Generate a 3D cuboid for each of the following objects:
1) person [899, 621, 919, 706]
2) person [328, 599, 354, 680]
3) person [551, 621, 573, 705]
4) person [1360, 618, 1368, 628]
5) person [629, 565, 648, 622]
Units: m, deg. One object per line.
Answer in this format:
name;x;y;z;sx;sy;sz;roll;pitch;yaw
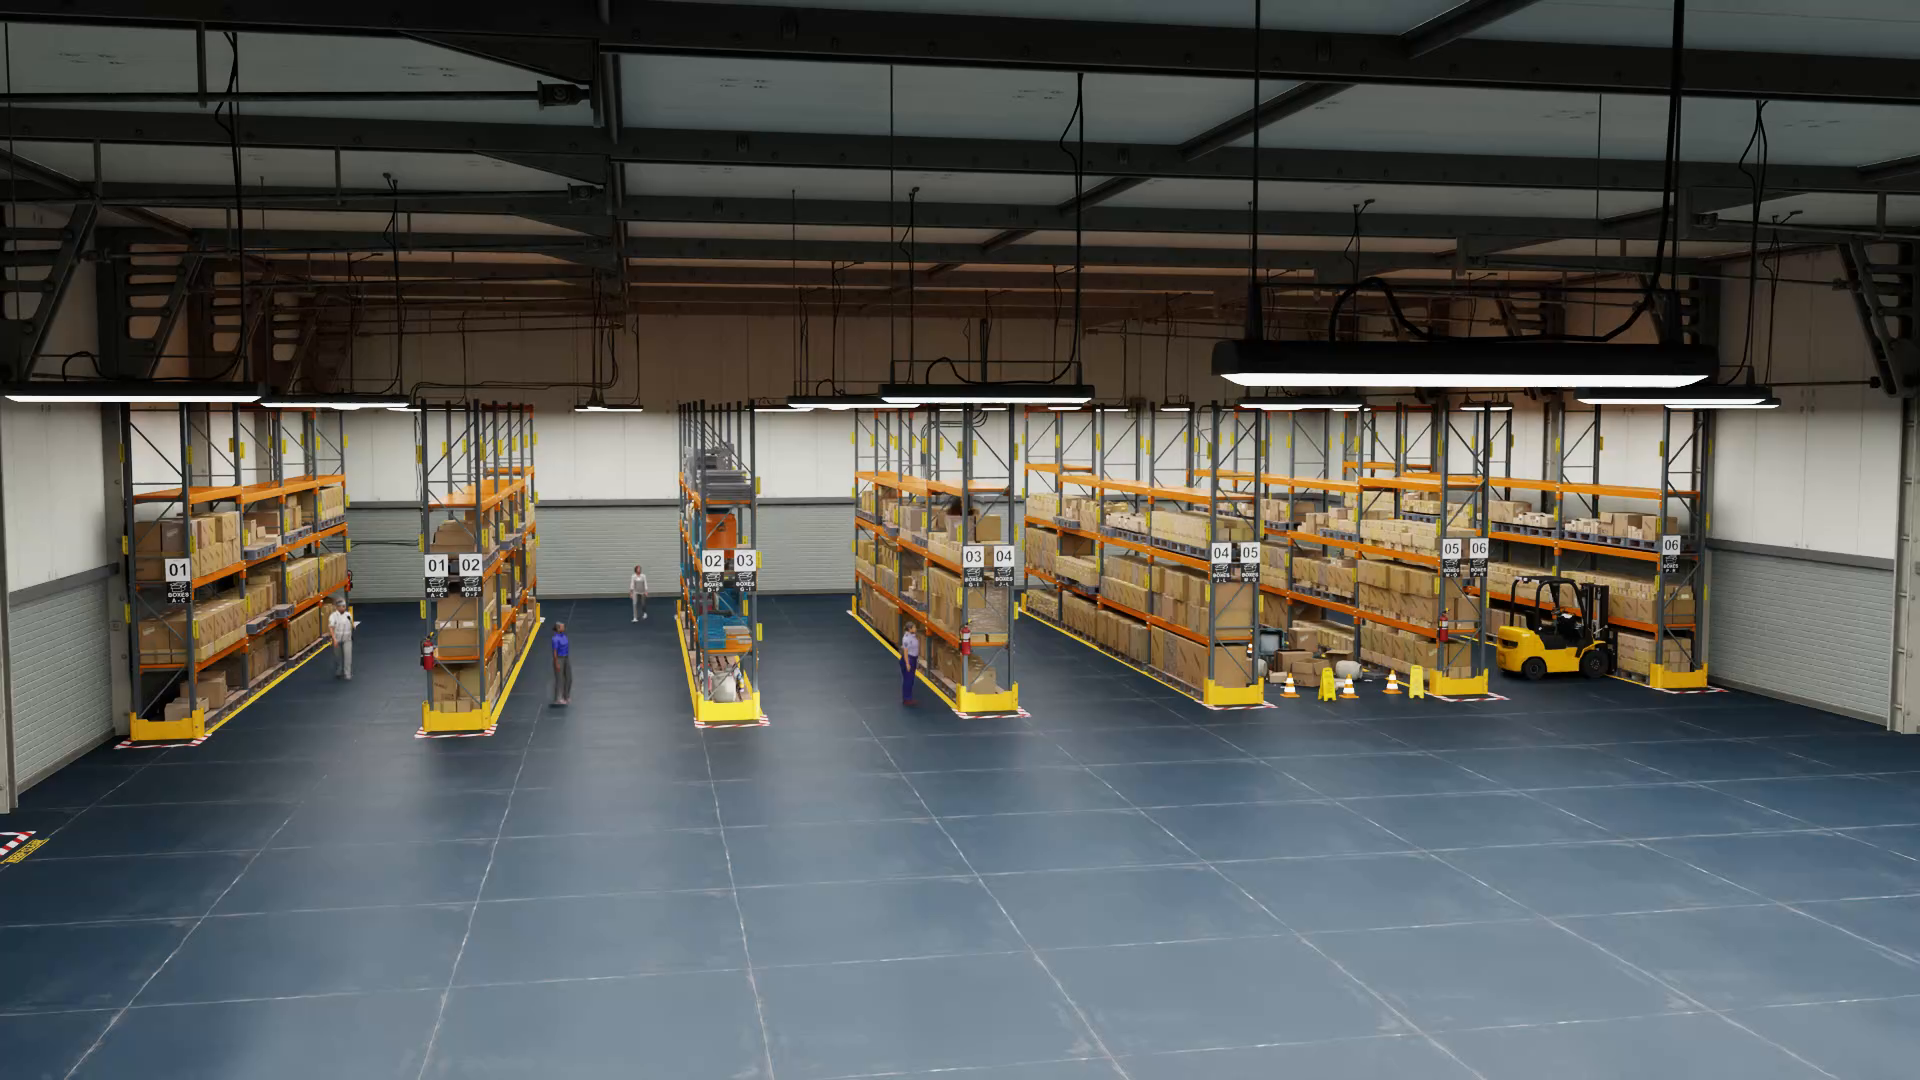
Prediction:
person;-1.001;2.426;32.831;0.368;1.654;0.511;1;4;11
person;-13.374;2.143;35.955;0.518;1.727;1.025;-1;5;-18
person;-7.871;2.441;32.882;0.368;1.682;0.546;3;5;31
person;10.312;1.589;43.092;0.642;1.776;0.597;0;4;2
person;-8.865;1.466;45.939;0.502;1.556;0.781;0;4;-1
